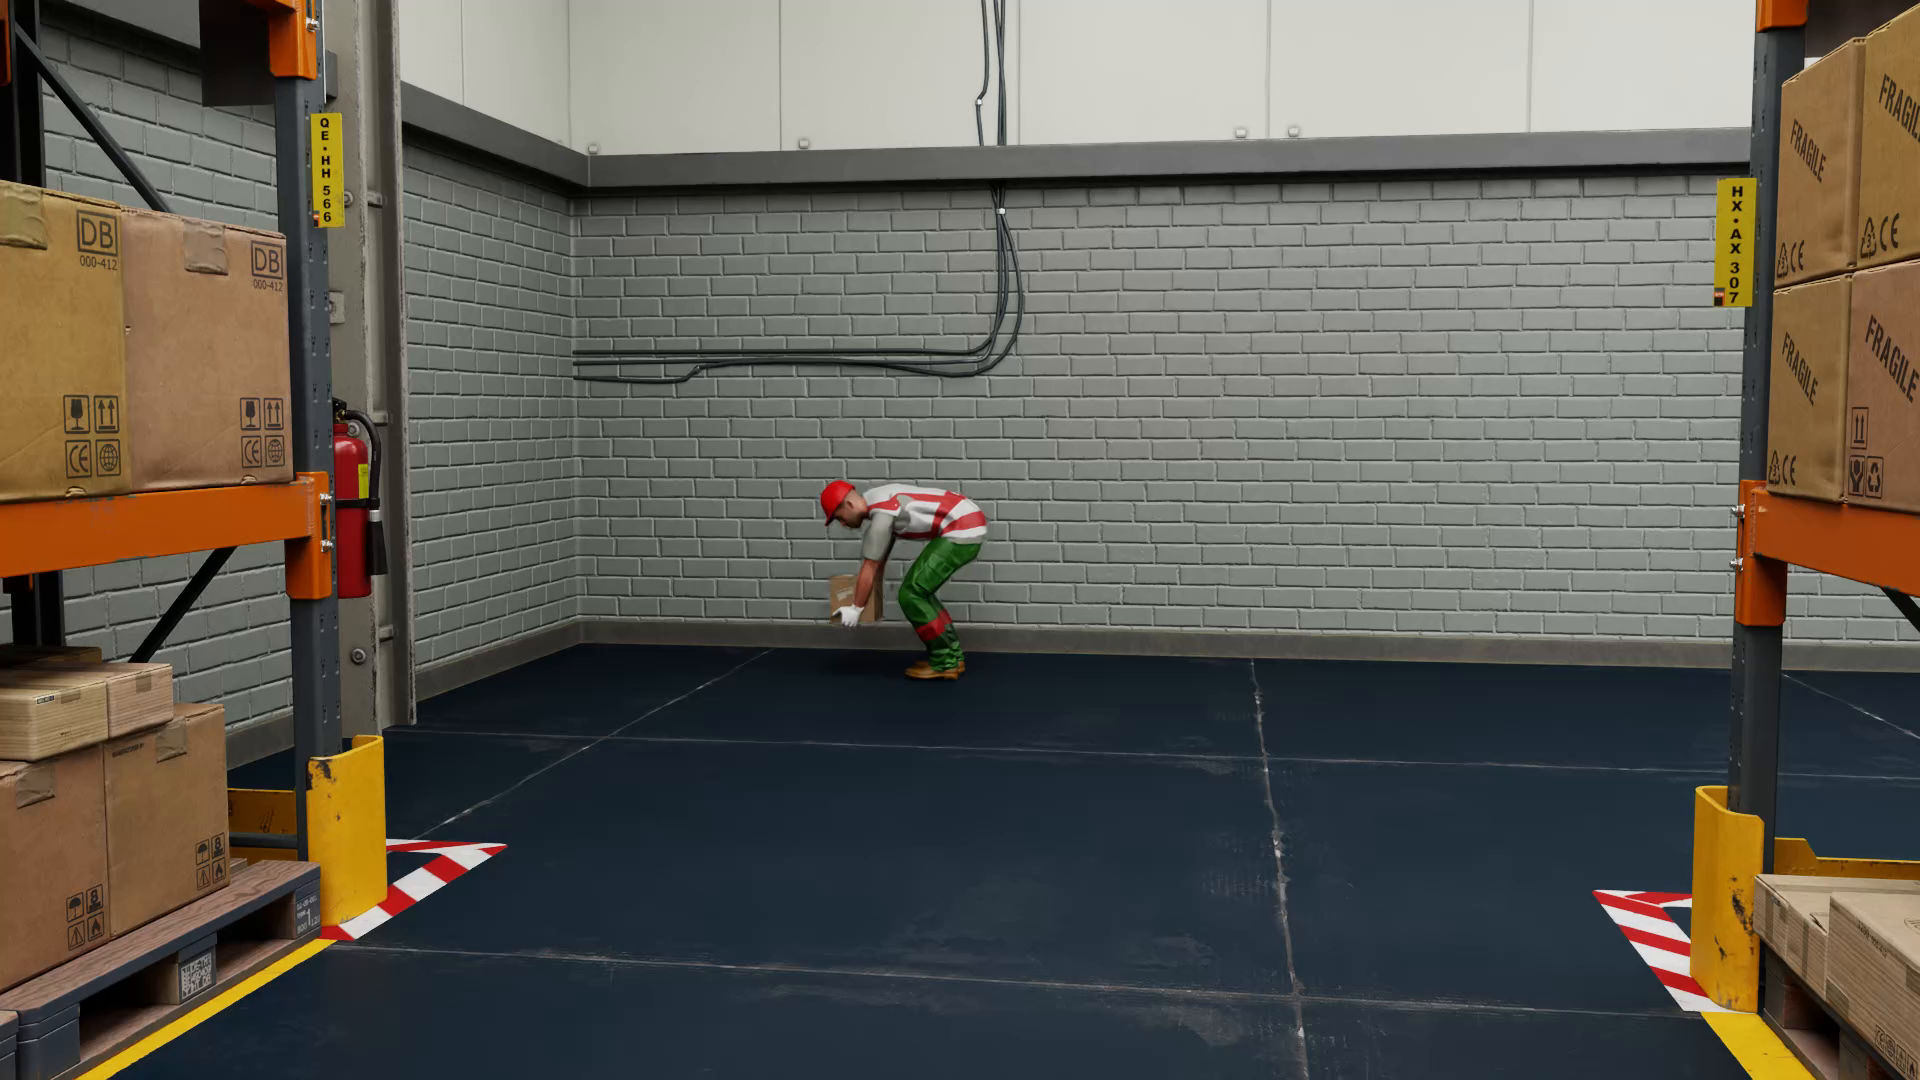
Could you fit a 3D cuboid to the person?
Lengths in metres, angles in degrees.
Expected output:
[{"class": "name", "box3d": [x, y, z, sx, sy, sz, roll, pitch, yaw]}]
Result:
[{"class": "person", "box3d": [-0.321, 0.219, 9.463, 0.947, 1.111, 0.525, 0, 4, 6]}]
